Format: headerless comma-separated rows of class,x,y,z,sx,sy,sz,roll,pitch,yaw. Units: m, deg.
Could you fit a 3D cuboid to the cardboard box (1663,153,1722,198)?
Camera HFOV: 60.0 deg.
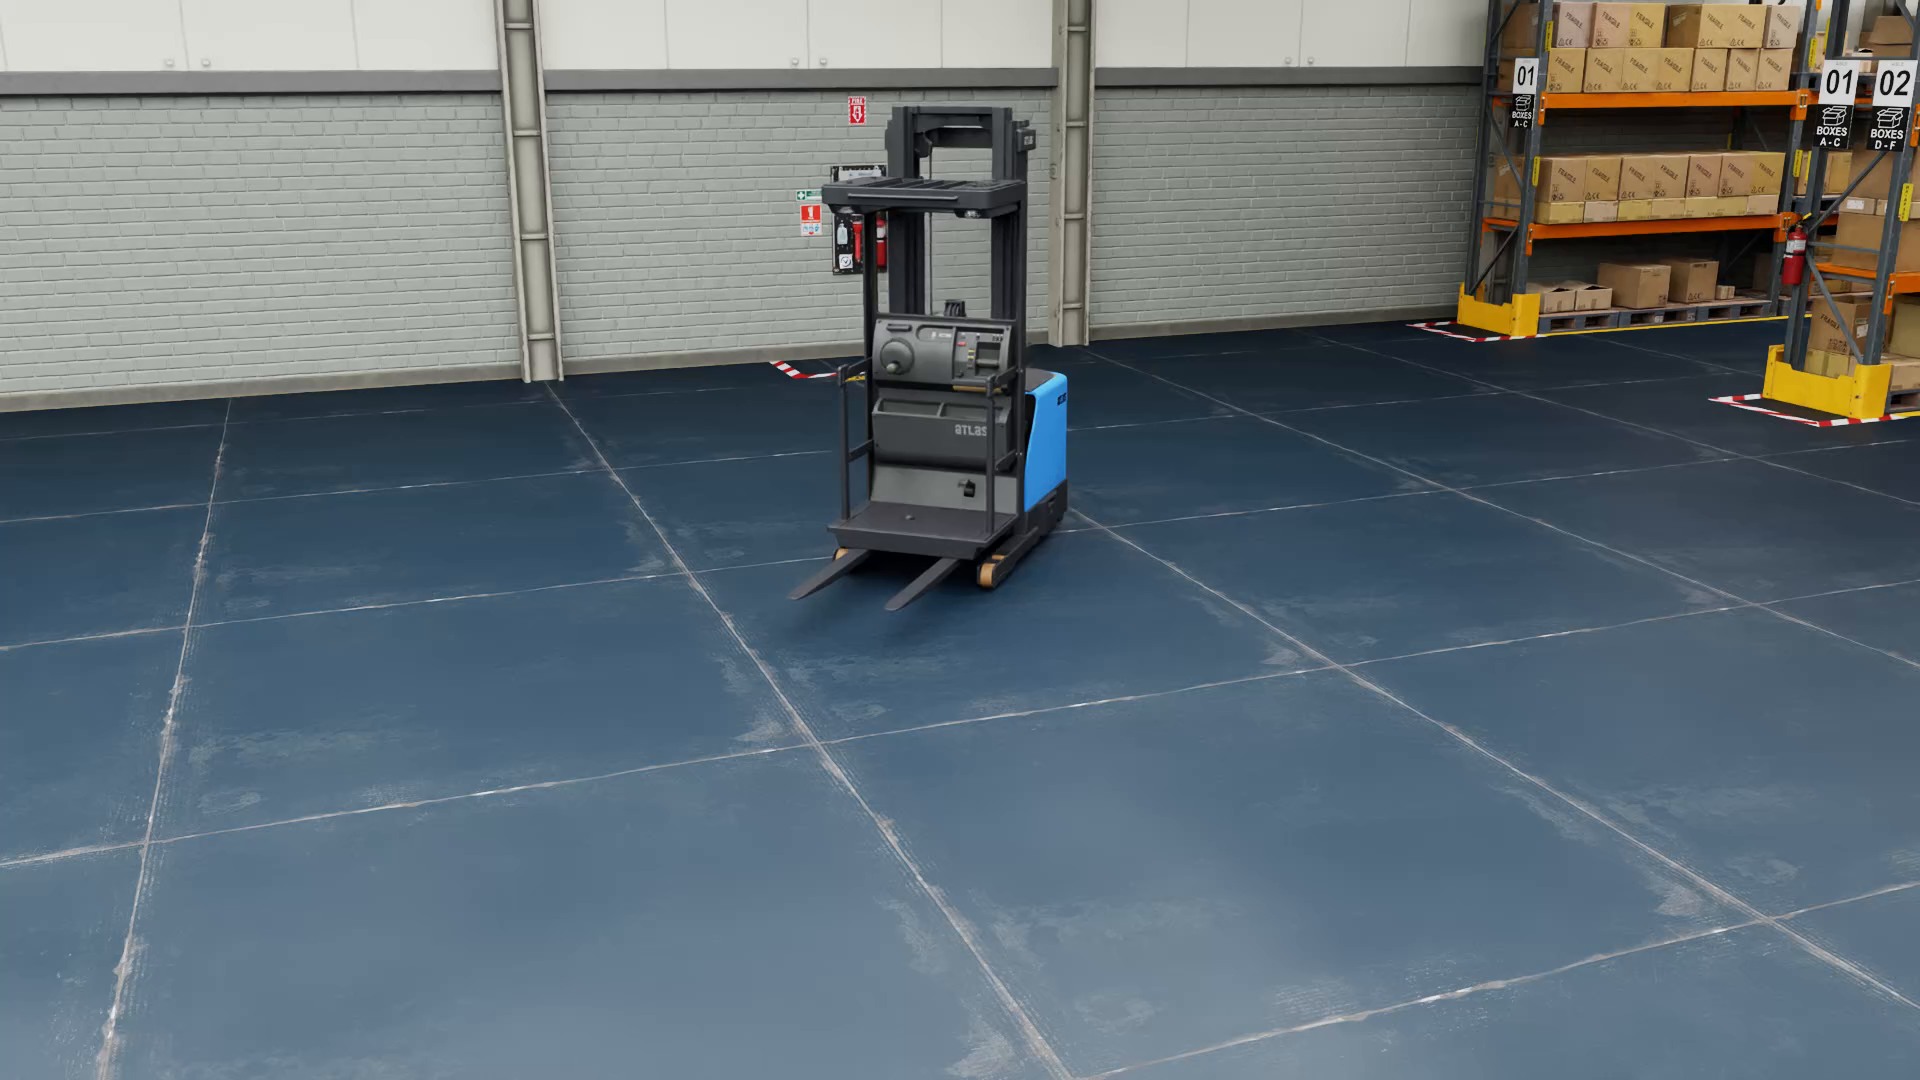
cardboard box,8.984,-4.501,20.501,0.500,0.500,0.500,-7,18,-22

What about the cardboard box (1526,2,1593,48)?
cardboard box,6.964,-5.980,19.328,0.500,0.500,0.500,-8,18,-24

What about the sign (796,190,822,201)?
sign,-1.608,-3.724,17.951,0.331,0.109,0.001,-6,17,-20

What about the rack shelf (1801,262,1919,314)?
rack shelf,10.161,-2.582,16.345,4.000,0.370,1.077,-6,17,-20

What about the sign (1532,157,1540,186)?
sign,6.712,-4.301,19.386,0.005,0.325,0.100,-6,17,-20

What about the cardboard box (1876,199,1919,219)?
cardboard box,8.737,-3.068,15.393,0.250,0.149,0.380,-6,18,-20

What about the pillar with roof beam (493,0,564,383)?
pillar with roof beam,-2.803,-4.863,12.187,0.400,9.000,9.100,-6,17,-20

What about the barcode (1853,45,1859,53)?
barcode,8.403,-4.601,15.588,0.075,0.075,0.001,-6,17,-20

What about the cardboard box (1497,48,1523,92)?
cardboard box,6.817,-5.634,19.924,0.500,0.500,0.500,-5,17,-16

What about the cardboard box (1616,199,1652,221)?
cardboard box,8.045,-4.038,20.256,0.500,0.250,0.500,-6,18,-21

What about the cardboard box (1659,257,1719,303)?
cardboard box,9.298,-3.329,21.265,0.500,0.500,0.500,-8,18,-24

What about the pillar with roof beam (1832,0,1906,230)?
pillar with roof beam,14.005,-6.678,18.367,0.400,9.000,9.100,-6,17,-20

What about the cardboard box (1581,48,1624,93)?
cardboard box,7.434,-5.538,19.597,0.500,0.500,0.500,-5,17,-16

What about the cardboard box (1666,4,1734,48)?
cardboard box,8.890,-6.173,19.985,0.500,0.500,0.500,-7,18,-22

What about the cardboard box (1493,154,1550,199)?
cardboard box,6.882,-4.430,20.259,0.500,0.500,0.500,-6,18,-21

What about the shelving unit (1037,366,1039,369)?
shelving unit,0.422,-0.756,12.303,0.252,1.050,0.215,6,16,18

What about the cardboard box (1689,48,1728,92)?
cardboard box,8.889,-5.699,20.146,0.500,0.500,0.500,-7,18,-22

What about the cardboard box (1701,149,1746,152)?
cardboard box,9.739,-4.737,21.306,0.500,0.500,0.500,-7,18,-21

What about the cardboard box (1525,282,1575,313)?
cardboard box,7.196,-2.996,20.468,0.500,0.311,0.500,-8,18,-26

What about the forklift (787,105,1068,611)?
forklift,-0.188,-1.226,10.570,1.130,2.935,3.031,6,17,19

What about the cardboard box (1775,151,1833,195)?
cardboard box,10.740,-4.733,21.435,0.500,0.500,0.700,-6,17,-20

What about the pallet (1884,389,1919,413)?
pallet,8.993,-1.476,16.250,1.213,0.211,1.003,-6,17,-20

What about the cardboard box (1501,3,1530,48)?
cardboard box,6.827,-6.118,19.796,0.500,0.500,0.500,-5,17,-18

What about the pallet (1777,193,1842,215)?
pallet,11.019,-4.379,21.526,1.213,0.211,1.003,-6,17,-20

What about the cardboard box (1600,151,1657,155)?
cardboard box,8.307,-4.582,20.777,0.500,0.500,0.500,-6,17,-19

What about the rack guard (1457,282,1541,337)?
rack guard,6.589,-2.837,20.372,0.348,0.500,1.175,-6,17,-20

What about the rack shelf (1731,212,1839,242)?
rack shelf,12.120,-4.289,22.155,4.000,0.370,1.077,-6,17,-20

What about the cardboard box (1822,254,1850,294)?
cardboard box,11.399,-3.588,22.147,0.500,0.500,0.700,-7,18,-21

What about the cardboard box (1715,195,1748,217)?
cardboard box,9.451,-4.194,20.788,0.500,0.250,0.500,-6,17,-20

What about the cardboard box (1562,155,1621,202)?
cardboard box,7.536,-4.342,19.962,0.500,0.500,0.500,-6,17,-20

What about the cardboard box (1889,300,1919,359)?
cardboard box,9.340,-2.014,15.938,0.500,0.500,0.500,-6,17,-20

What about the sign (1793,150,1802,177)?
sign,10.454,-4.705,20.762,0.005,0.325,0.100,-6,17,-20

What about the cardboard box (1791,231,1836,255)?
cardboard box,11.344,-3.927,21.974,0.500,0.250,0.500,-7,18,-21

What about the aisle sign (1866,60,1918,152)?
aisle sign,8.342,-3.886,14.893,0.004,0.787,0.394,-6,17,-20

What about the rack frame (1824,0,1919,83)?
rack frame,8.294,-5.604,14.711,0.127,3.000,1.000,-6,17,-20

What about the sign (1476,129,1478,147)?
sign,6.338,-4.884,20.290,0.005,0.325,0.100,-6,17,-20

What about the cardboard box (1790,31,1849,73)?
cardboard box,10.792,-6.155,20.987,0.500,0.500,0.500,-4,17,-12

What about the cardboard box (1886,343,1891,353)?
cardboard box,9.151,-1.793,16.516,0.500,0.250,0.500,-6,17,-20

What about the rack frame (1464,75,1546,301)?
rack frame,6.518,-4.029,19.994,0.127,3.000,1.000,-6,17,-20

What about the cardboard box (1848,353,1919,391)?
cardboard box,8.874,-1.604,15.870,0.500,0.250,0.500,-6,17,-20

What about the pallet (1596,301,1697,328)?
pallet,8.497,-2.893,21.075,1.213,0.211,1.003,-6,17,-20
